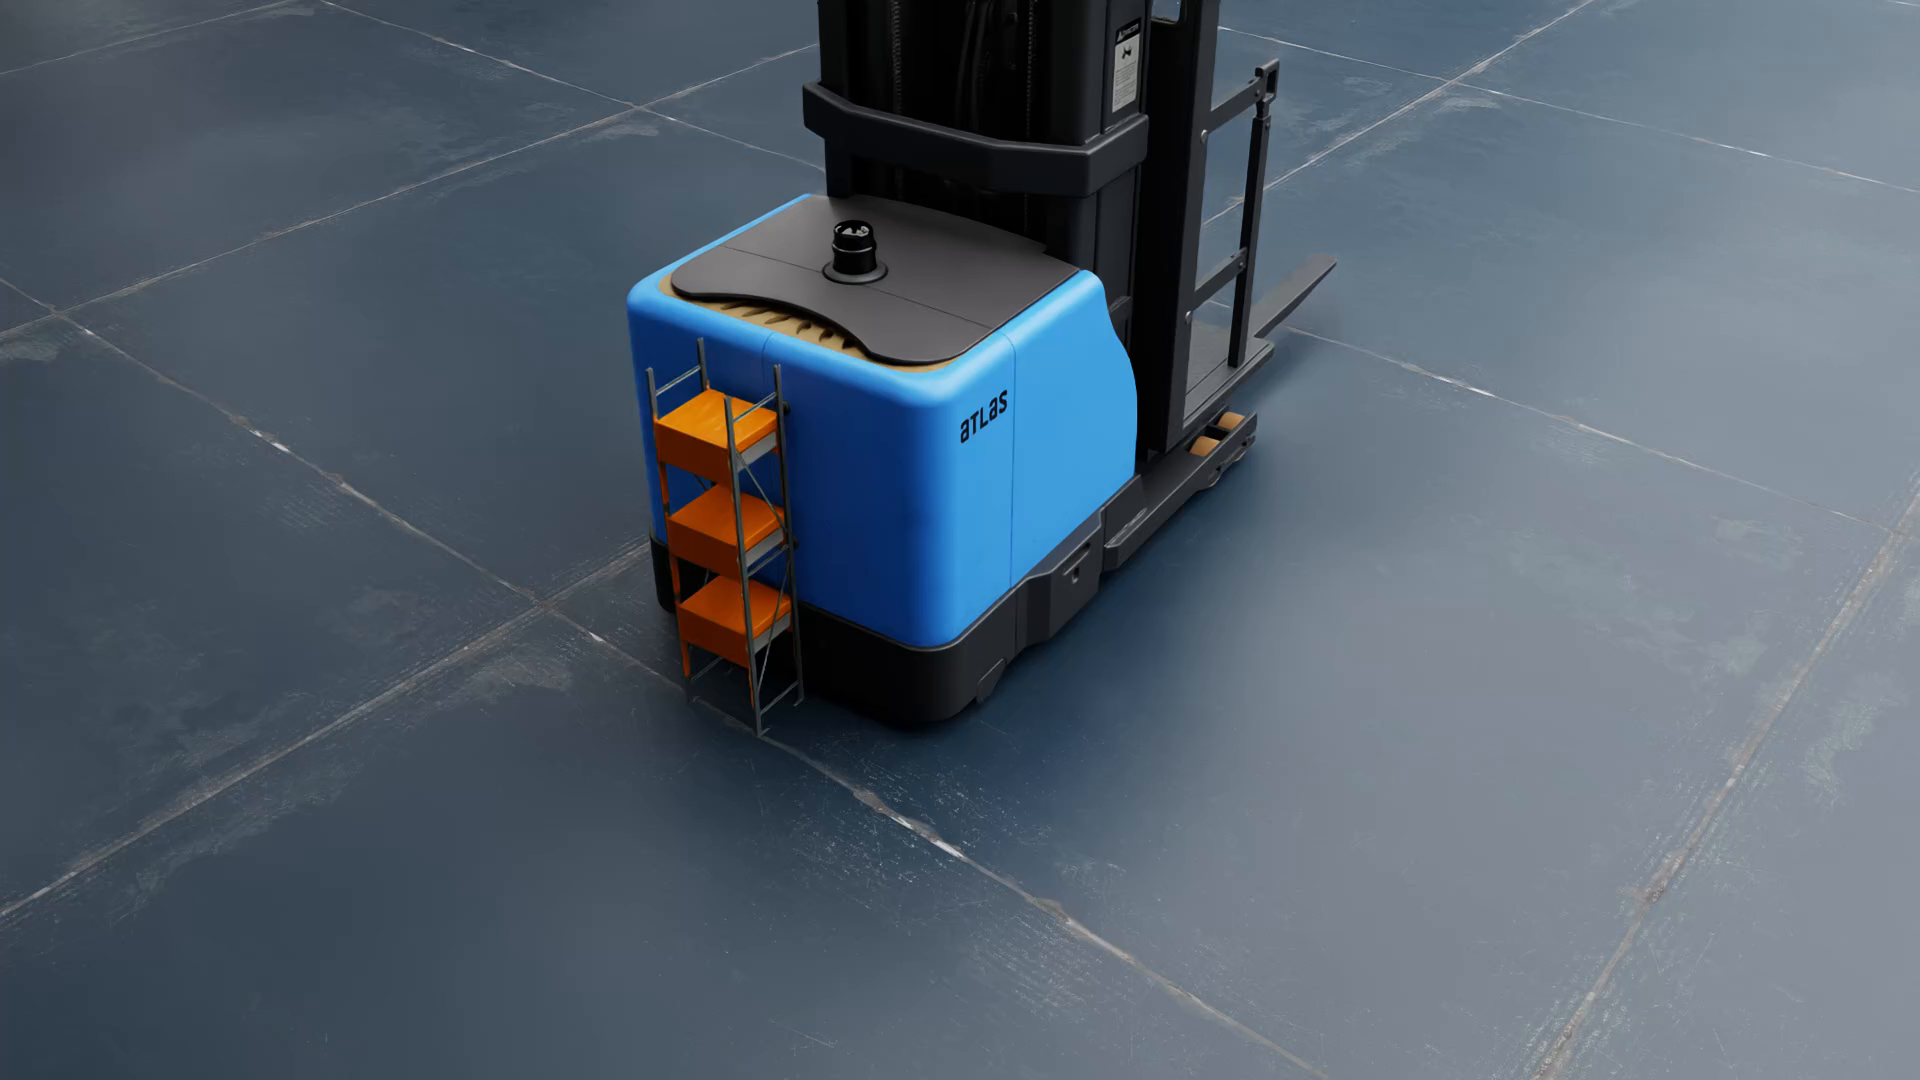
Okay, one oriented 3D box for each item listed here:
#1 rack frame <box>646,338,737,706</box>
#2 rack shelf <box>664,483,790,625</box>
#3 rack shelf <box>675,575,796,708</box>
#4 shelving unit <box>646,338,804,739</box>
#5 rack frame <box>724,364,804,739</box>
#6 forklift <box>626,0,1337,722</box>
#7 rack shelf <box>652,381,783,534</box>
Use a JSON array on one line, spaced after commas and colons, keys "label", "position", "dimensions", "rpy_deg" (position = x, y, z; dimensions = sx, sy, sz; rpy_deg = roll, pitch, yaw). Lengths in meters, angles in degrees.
[{"label": "rack frame", "position": [-0.694, -0.022, 4.353], "dimensions": [0.008, 1.050, 0.200], "rpy_deg": [21, 40, 27]}, {"label": "rack shelf", "position": [-0.593, 0.025, 4.304], "dimensions": [0.240, 0.259, 0.215], "rpy_deg": [21, 40, 27]}, {"label": "rack shelf", "position": [-0.592, 0.254, 4.462], "dimensions": [0.240, 0.259, 0.215], "rpy_deg": [21, 40, 27]}, {"label": "shelving unit", "position": [-0.593, 0.016, 4.298], "dimensions": [0.252, 1.050, 0.215], "rpy_deg": [21, 40, 27]}, {"label": "rack frame", "position": [-0.491, 0.055, 4.242], "dimensions": [0.008, 1.050, 0.200], "rpy_deg": [21, 40, 27]}, {"label": "forklift", "position": [0.348, -1.519, 4.873], "dimensions": [1.130, 2.935, 3.031], "rpy_deg": [21, 40, 27]}, {"label": "rack shelf", "position": [-0.593, -0.208, 4.142], "dimensions": [0.240, 0.259, 0.215], "rpy_deg": [21, 40, 27]}]
